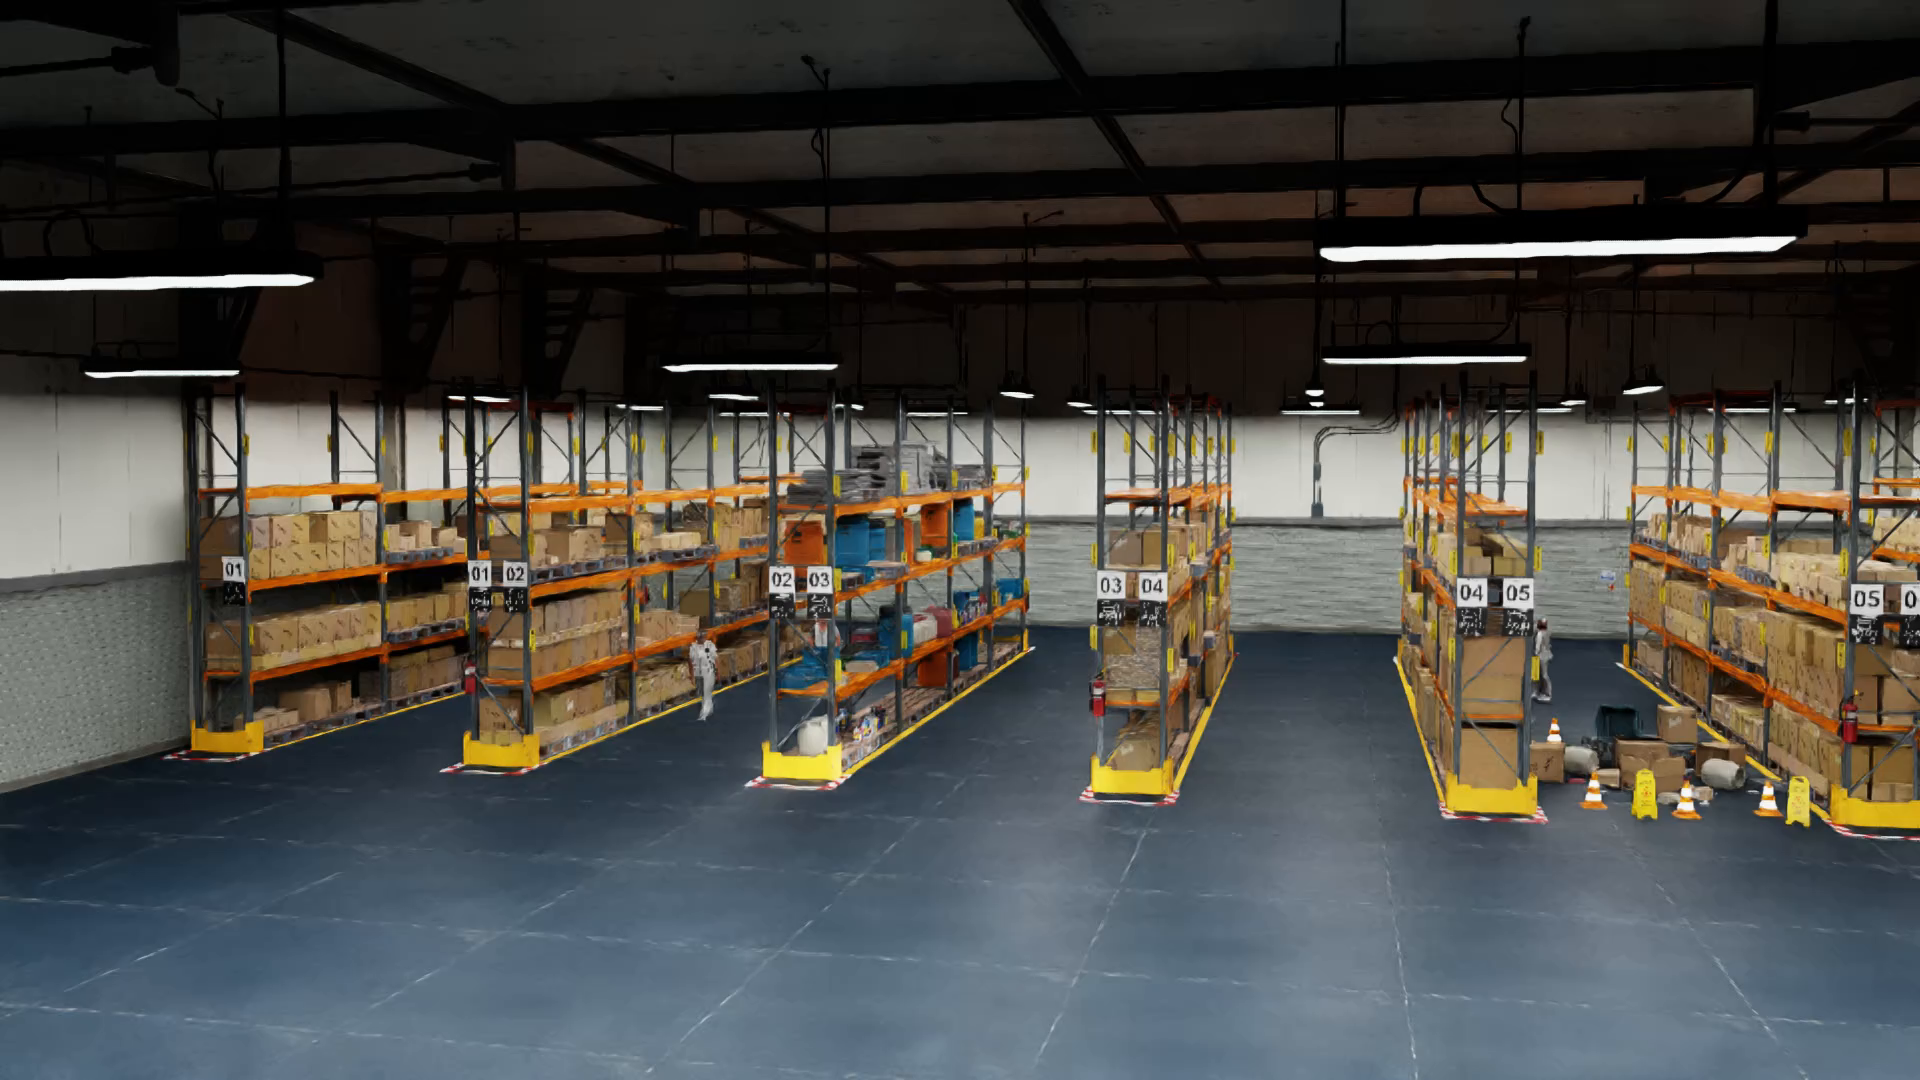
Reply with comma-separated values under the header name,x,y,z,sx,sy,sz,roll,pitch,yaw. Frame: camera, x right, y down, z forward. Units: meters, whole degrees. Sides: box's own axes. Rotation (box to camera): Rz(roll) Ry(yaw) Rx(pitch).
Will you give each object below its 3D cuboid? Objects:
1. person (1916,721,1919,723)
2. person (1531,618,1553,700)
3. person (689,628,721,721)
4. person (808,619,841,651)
name,x,y,z,sx,sy,sz,roll,pitch,yaw
person,17.197,2.433,29.282,0.585,1.763,0.682,2,4,35
person,11.418,2.325,32.643,0.527,1.592,0.522,3,5,43
person,-4.682,2.423,30.258,0.542,1.664,1.126,1,3,15
person,-2.705,2.247,33.101,0.677,1.742,0.552,1,3,11
